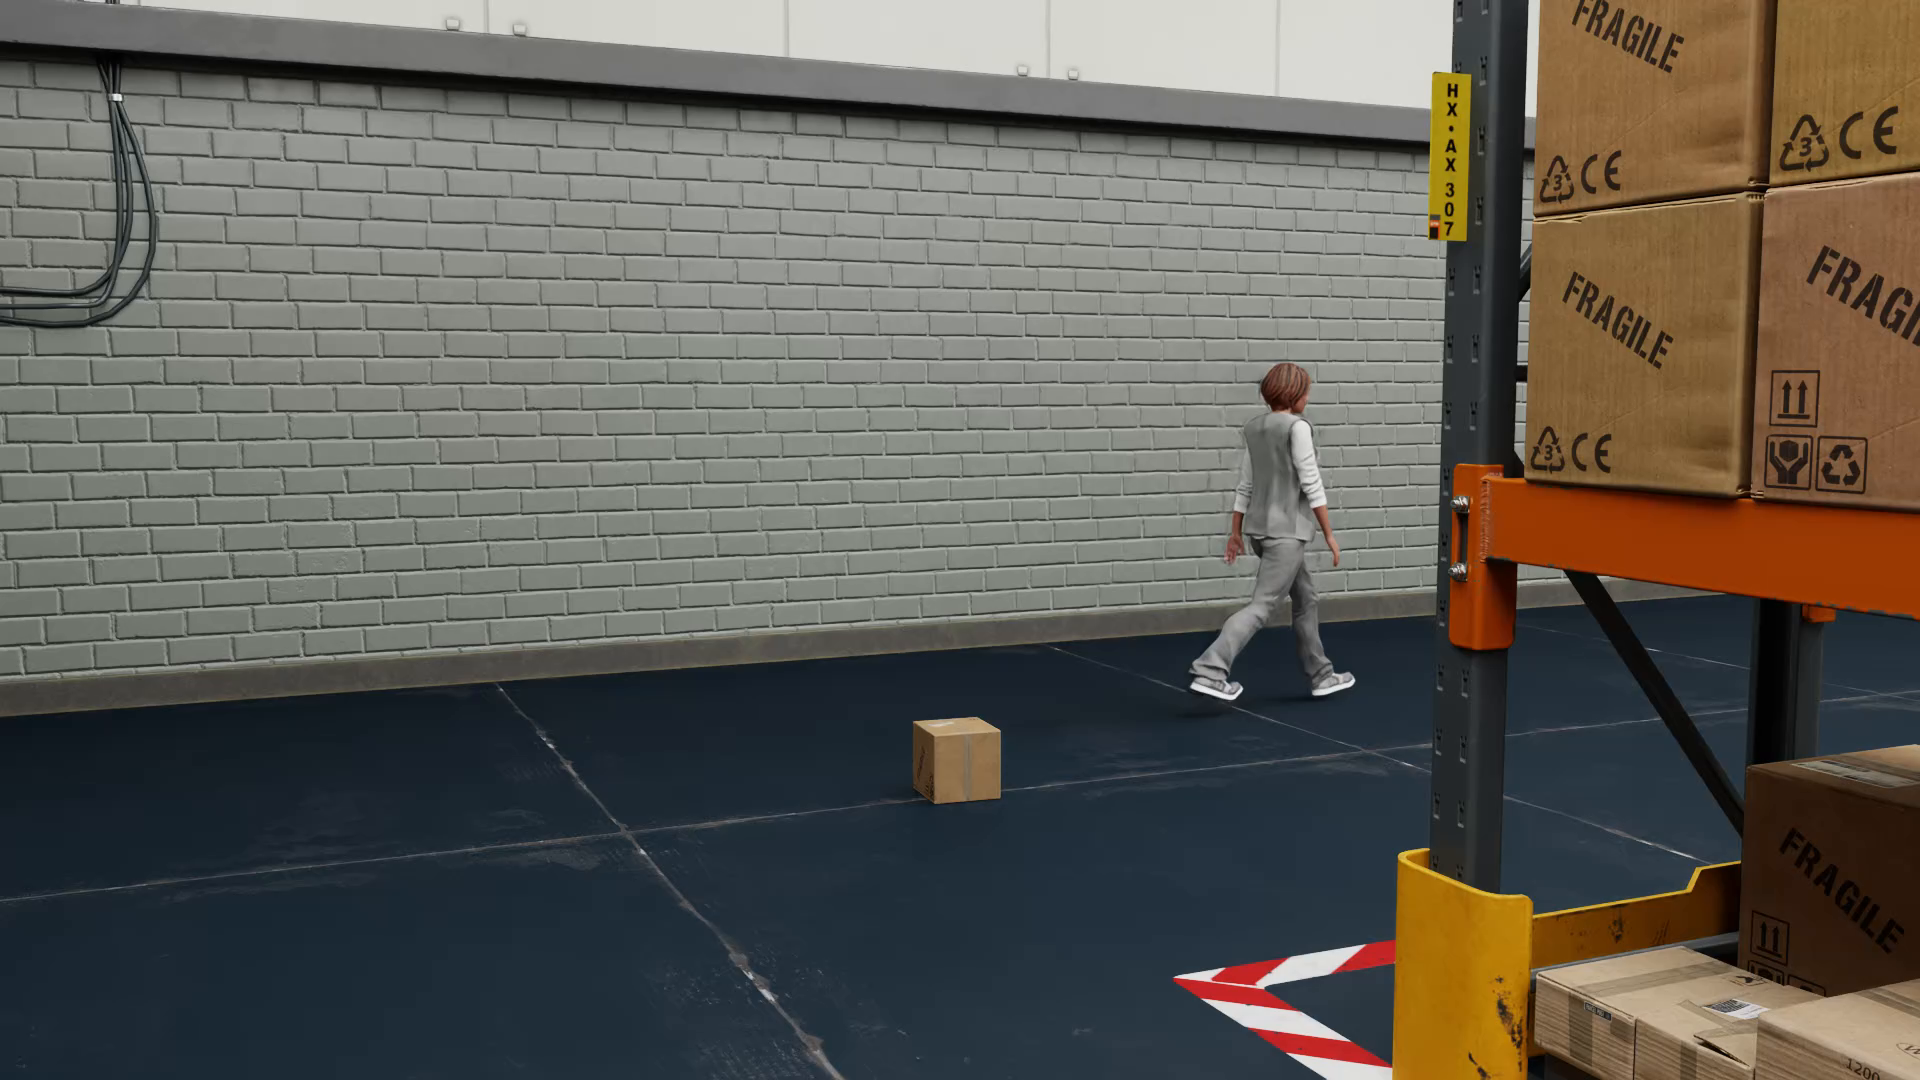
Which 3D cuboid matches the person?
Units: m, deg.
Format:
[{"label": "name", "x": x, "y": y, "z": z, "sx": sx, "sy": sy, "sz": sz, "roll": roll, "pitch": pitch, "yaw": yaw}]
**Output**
[{"label": "person", "x": 1.458, "y": -0.026, "z": 7.492, "sx": 0.974, "sy": 1.539, "sz": 0.458, "roll": -2, "pitch": 6, "yaw": -22}]
